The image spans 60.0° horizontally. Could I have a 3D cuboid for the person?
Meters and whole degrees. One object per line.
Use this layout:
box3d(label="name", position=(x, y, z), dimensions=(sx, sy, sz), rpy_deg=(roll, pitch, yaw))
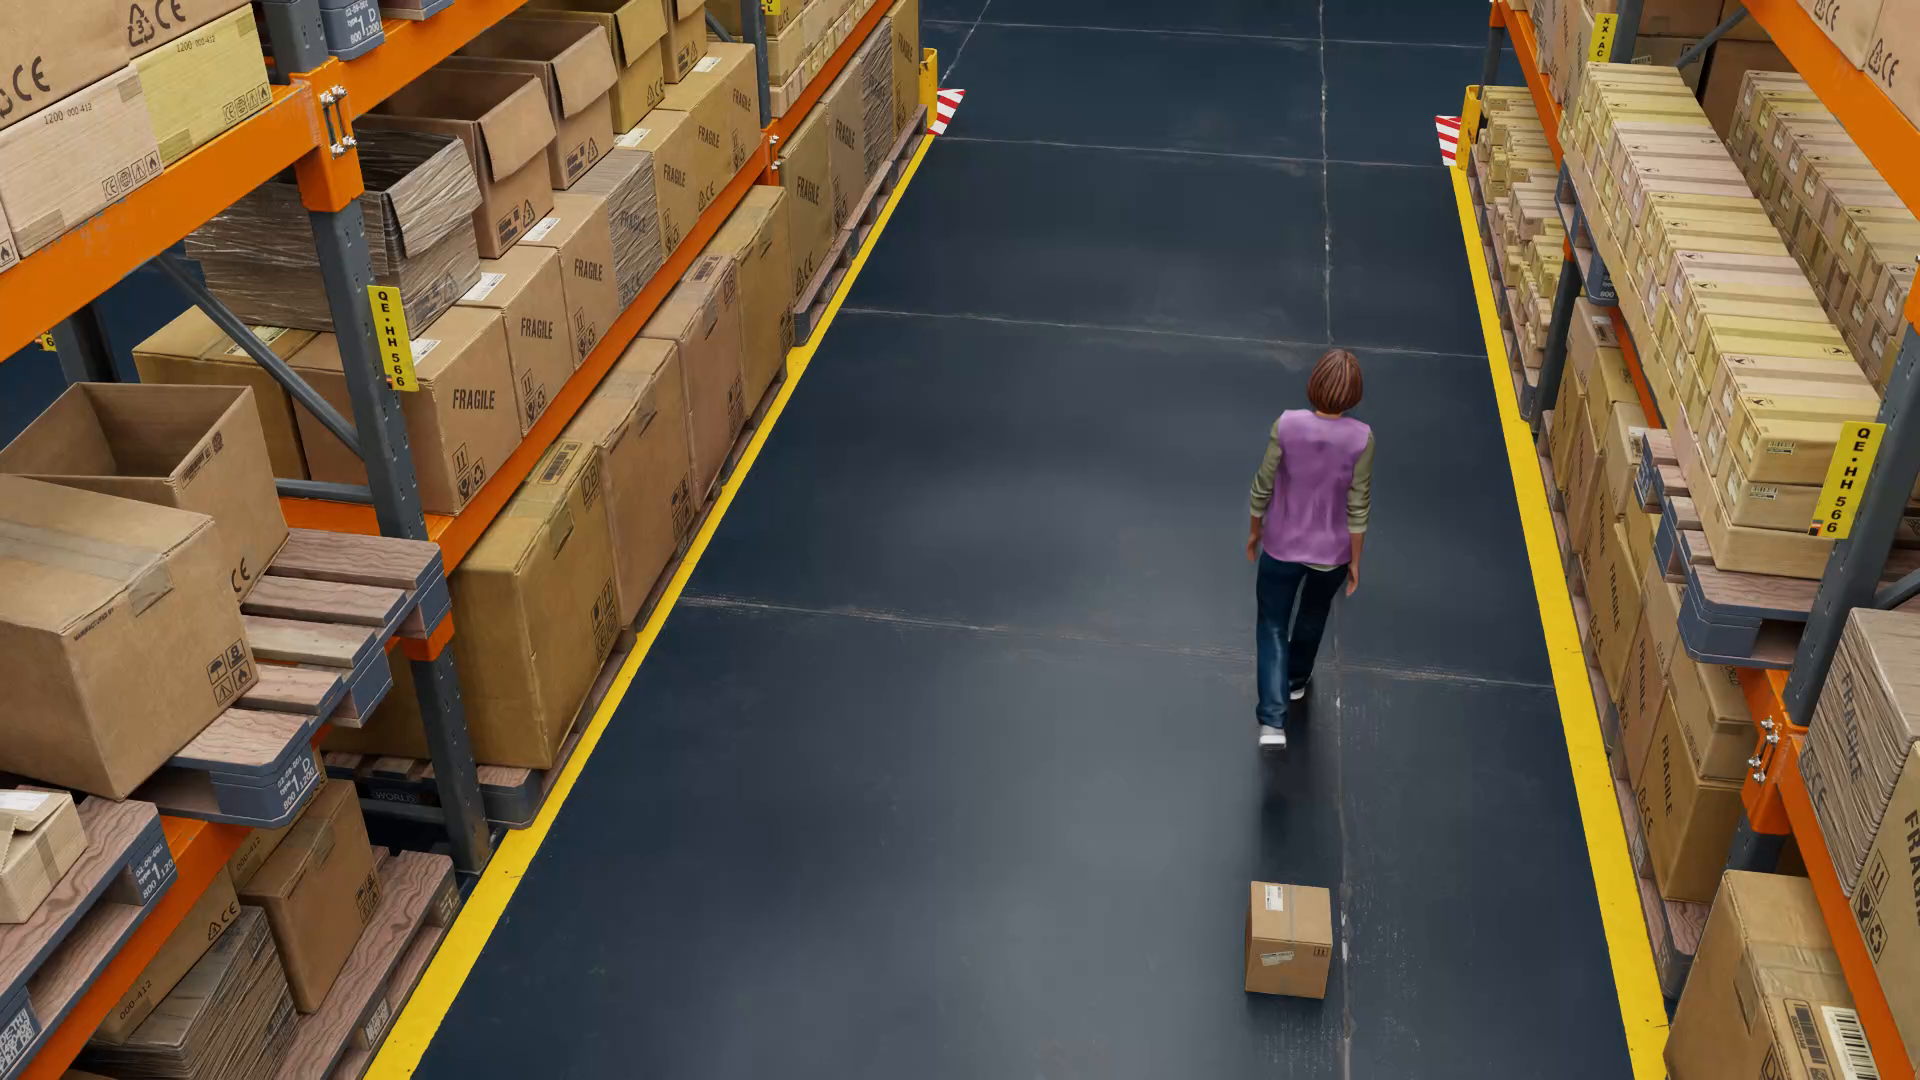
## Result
box3d(label="person", position=(1.246, 0.062, 6.049), dimensions=(0.428, 1.544, 0.834), rpy_deg=(6, 33, 10))
